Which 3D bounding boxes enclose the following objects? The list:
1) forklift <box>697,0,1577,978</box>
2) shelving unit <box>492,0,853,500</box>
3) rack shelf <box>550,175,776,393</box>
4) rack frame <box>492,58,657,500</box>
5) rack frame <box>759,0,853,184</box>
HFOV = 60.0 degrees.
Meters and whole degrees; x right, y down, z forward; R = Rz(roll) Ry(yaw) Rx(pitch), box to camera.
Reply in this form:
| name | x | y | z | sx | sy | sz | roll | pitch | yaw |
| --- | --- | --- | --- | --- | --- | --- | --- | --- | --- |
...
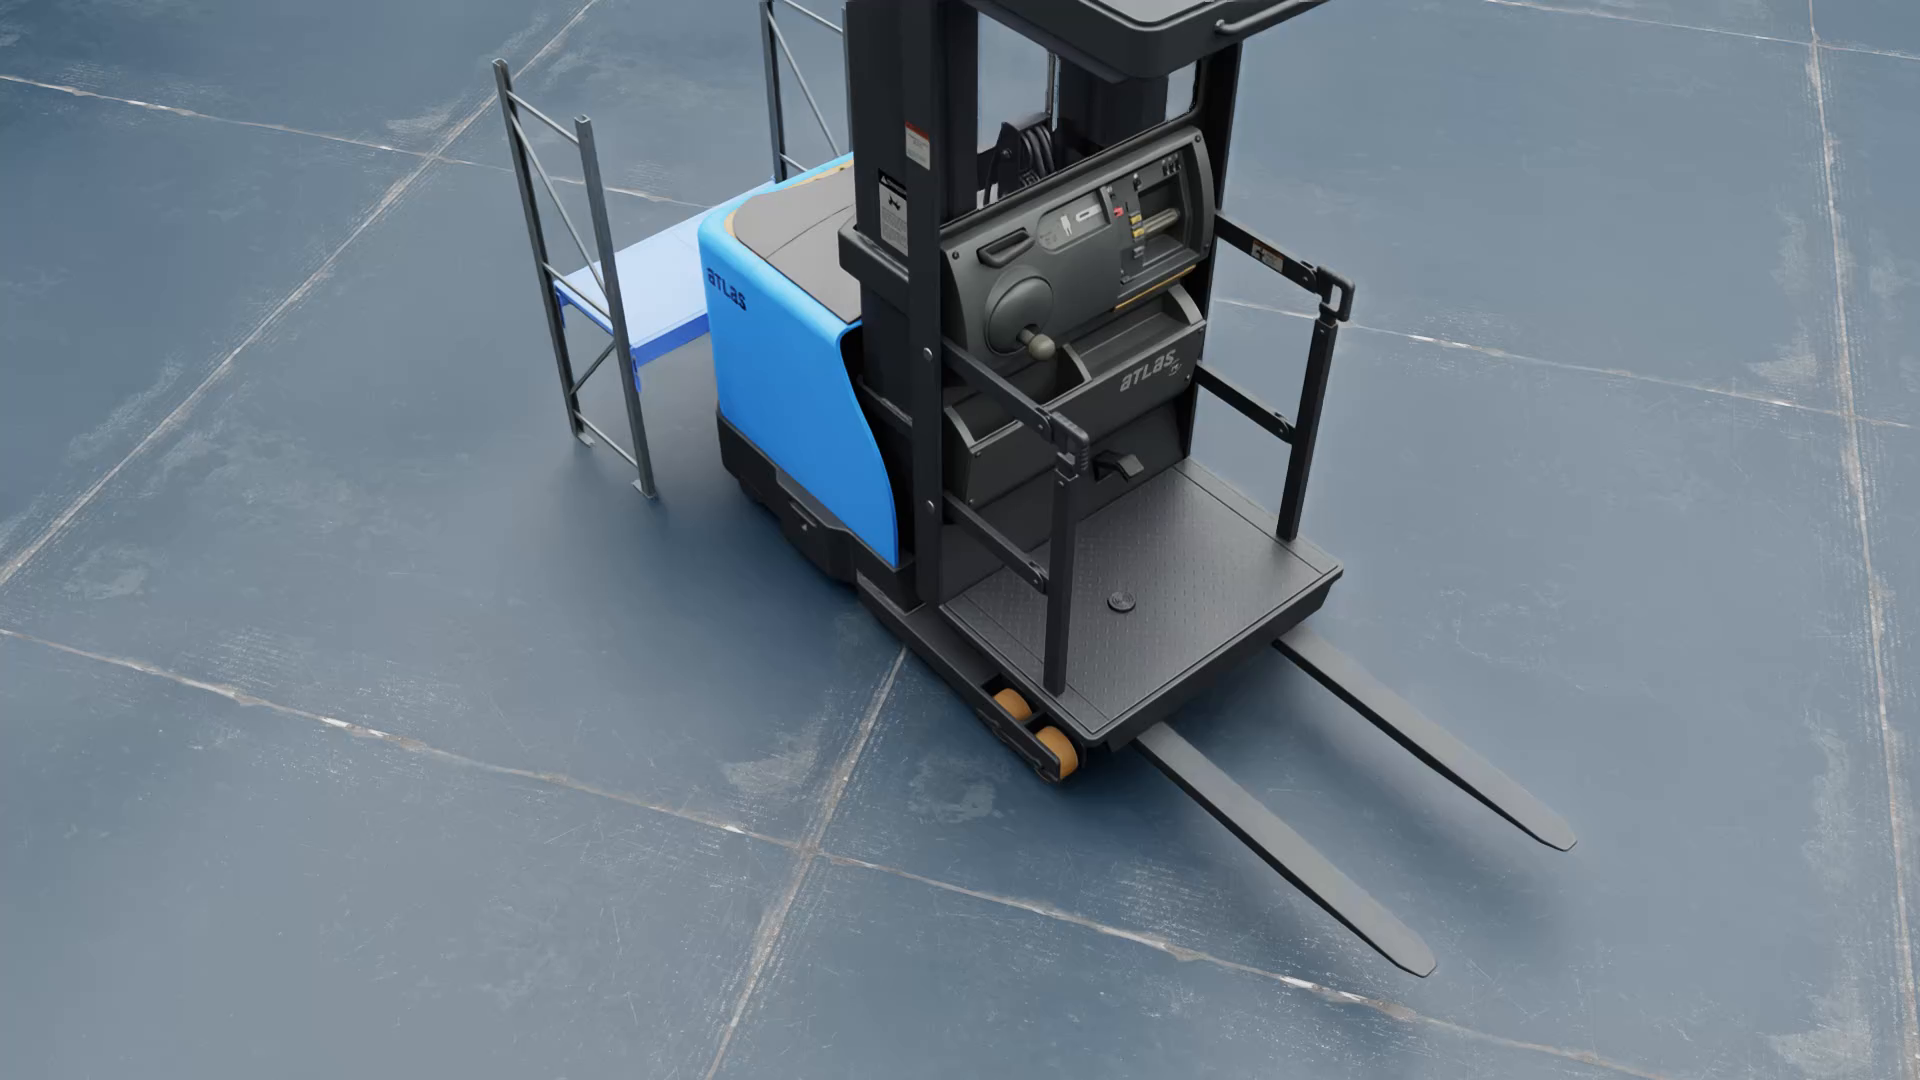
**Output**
| name | x | y | z | sx | sy | sz | roll | pitch | yaw |
| --- | --- | --- | --- | --- | --- | --- | --- | --- | --- |
| forklift | 0.479 | -0.723 | 4.394 | 1.130 | 2.935 | 3.031 | -30 | 52 | -27 |
| shelving unit | -0.885 | -1.055 | 5.756 | 1.048 | 1.500 | 0.538 | -33 | 53 | -29 |
| rack shelf | -0.885 | -0.927 | 5.881 | 1.000 | 0.185 | 0.538 | -33 | 53 | -29 |
| rack frame | -1.259 | -0.815 | 5.510 | 0.032 | 1.500 | 0.500 | -33 | 53 | -29 |
| rack frame | -0.511 | -1.296 | 6.001 | 0.032 | 1.500 | 0.500 | -33 | 53 | -29 |
